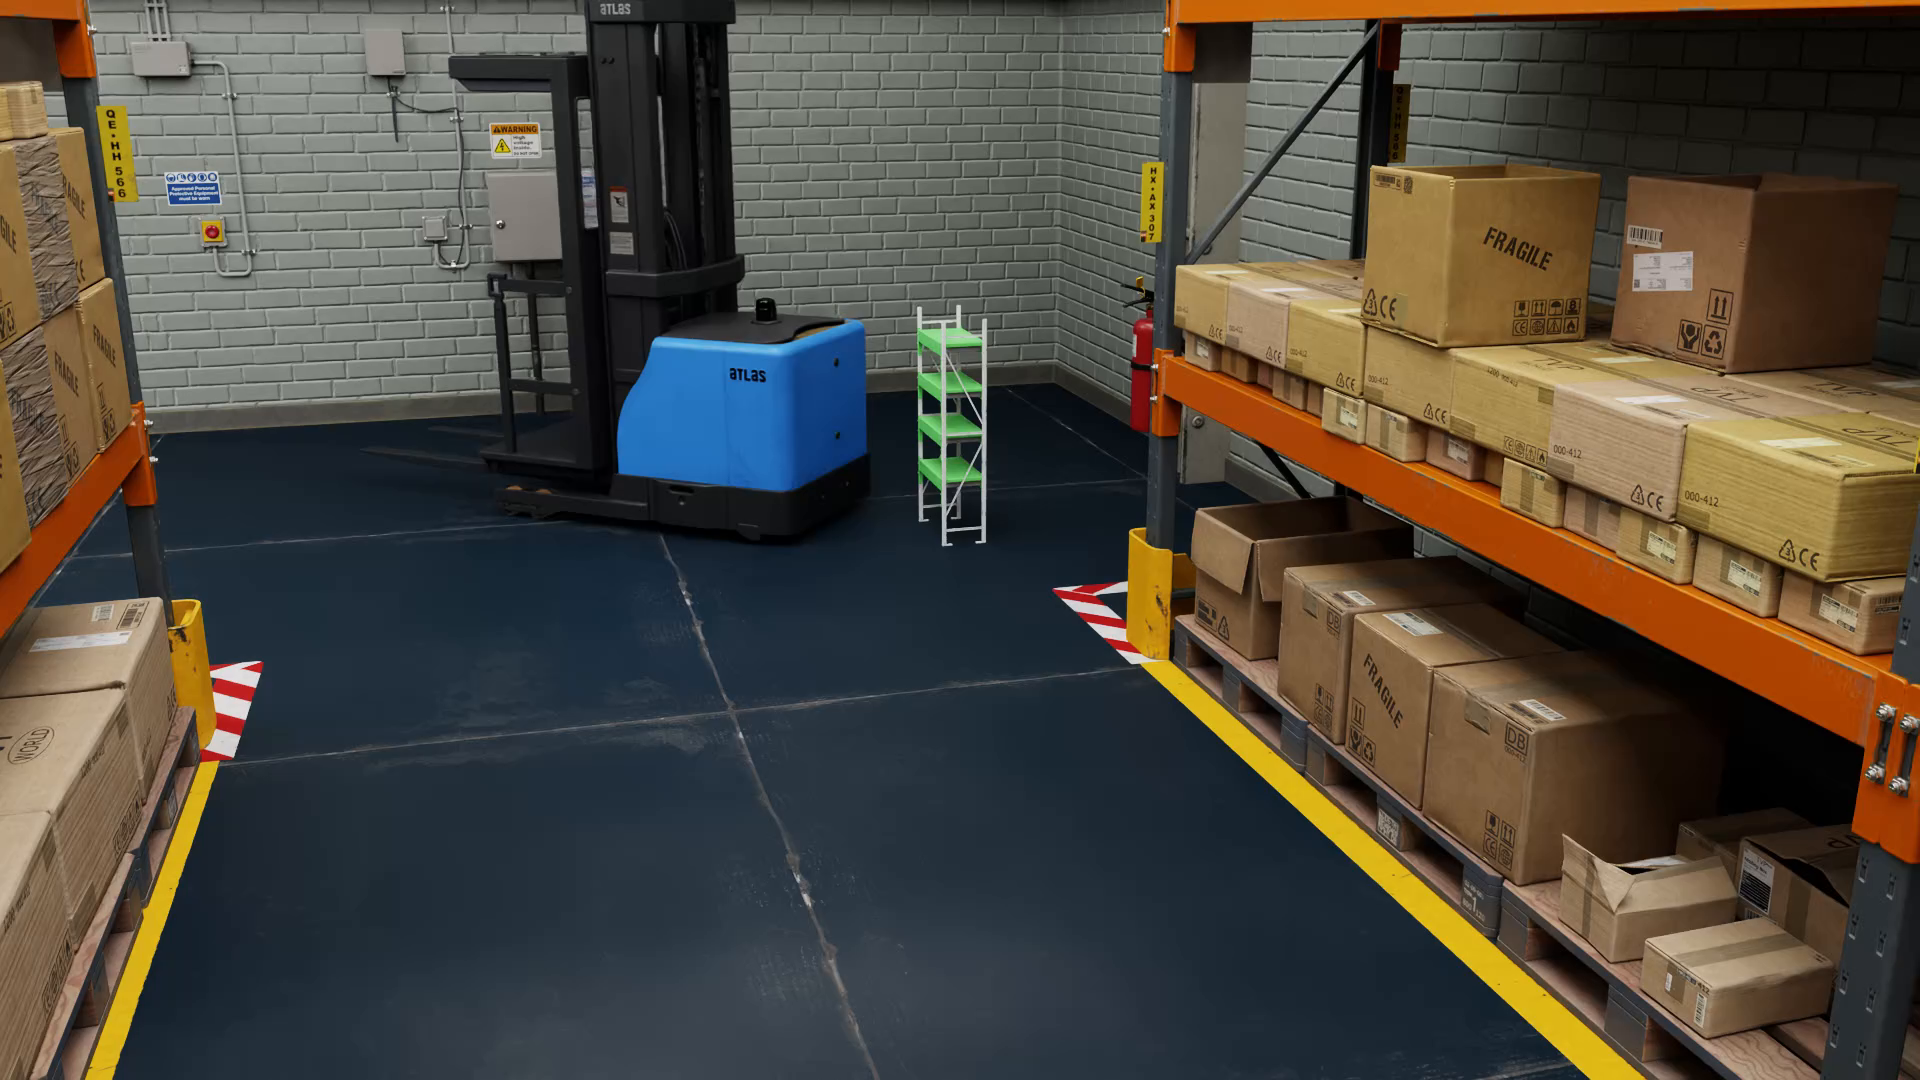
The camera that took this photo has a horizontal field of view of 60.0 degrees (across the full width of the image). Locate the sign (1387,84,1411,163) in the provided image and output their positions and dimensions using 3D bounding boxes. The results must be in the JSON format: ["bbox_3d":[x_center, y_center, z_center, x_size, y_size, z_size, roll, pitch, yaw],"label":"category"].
[{"bbox_3d":[1.859,-1.769,7.066,0.100,0.325,0.005,-5,17,-15],"label":"sign"}]

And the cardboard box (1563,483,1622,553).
[{"bbox_3d":[1.855,-0.082,4.446,0.380,0.149,0.250,-4,17,-14],"label":"cardboard box"}]

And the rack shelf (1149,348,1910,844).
[{"bbox_3d":[1.869,-0.127,5.412,1.077,0.370,4.000,-5,17,-15],"label":"rack shelf"}]

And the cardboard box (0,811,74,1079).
[{"bbox_3d":[-2.669,1.071,3.896,0.875,0.438,0.875,-5,17,-17],"label":"cardboard box"}]

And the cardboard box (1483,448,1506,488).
[{"bbox_3d":[1.795,-0.230,4.941,0.380,0.149,0.250,-4,17,-14],"label":"cardboard box"}]

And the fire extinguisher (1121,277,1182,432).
[{"bbox_3d":[0.835,-0.814,7.229,0.296,0.674,0.183,-5,17,-15],"label":"fire extinguisher"}]

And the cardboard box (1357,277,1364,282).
[{"bbox_3d":[1.842,-0.847,6.300,0.500,0.250,0.500,-5,17,-15],"label":"cardboard box"}]

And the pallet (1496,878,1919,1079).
[{"bbox_3d":[2.231,1.227,4.501,1.003,0.211,1.213,-5,17,-15],"label":"pallet"}]

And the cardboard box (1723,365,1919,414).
[{"bbox_3d":[2.398,-0.286,4.433,0.500,0.250,0.500,-5,17,-16],"label":"cardboard box"}]

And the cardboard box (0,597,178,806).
[{"bbox_3d":[-3.174,0.569,5.567,0.875,0.438,0.875,-5,18,-17],"label":"cardboard box"}]

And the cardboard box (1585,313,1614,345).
[{"bbox_3d":[2.117,-0.565,5.362,0.500,0.250,0.500,-5,17,-15],"label":"cardboard box"}]

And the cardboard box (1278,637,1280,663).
[{"bbox_3d":[1.476,0.436,6.511,0.380,0.149,0.250,-5,18,-17],"label":"cardboard box"}]

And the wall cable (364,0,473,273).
[{"bbox_3d":[-3.664,-2.791,11.265,0.588,1.984,0.122,-5,17,-15],"label":"wall cable"}]

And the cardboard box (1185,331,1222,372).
[{"bbox_3d":[1.146,-0.792,6.812,0.380,0.149,0.250,-5,17,-16],"label":"cardboard box"}]

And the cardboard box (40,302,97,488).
[{"bbox_3d":[-2.941,-0.427,4.986,0.500,0.500,0.500,-5,17,-16],"label":"cardboard box"}]

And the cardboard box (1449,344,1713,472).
[{"bbox_3d":[1.768,-0.387,4.771,0.500,0.250,0.500,-5,17,-16],"label":"cardboard box"}]

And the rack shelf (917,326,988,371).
[{"bbox_3d":[-0.046,-1.019,8.812,0.258,0.148,0.480,-5,17,-15],"label":"rack shelf"}]

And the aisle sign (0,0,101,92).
[{"bbox_3d":[-3.174,-1.921,5.615,0.394,0.787,0.004,-5,17,-15],"label":"aisle sign"}]

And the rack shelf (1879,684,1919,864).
[{"bbox_3d":[2.968,0.979,1.729,1.077,0.370,4.000,-5,17,-15],"label":"rack shelf"}]

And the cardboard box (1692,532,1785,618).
[{"bbox_3d":[1.996,0.063,3.965,0.380,0.149,0.250,-4,17,-14],"label":"cardboard box"}]

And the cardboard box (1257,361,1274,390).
[{"bbox_3d":[1.366,-0.656,6.357,0.380,0.149,0.250,-5,17,-16],"label":"cardboard box"}]

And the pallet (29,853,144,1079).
[{"bbox_3d":[-2.825,1.256,4.405,1.003,0.211,1.213,-5,17,-15],"label":"pallet"}]

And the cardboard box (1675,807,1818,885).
[{"bbox_3d":[2.345,0.924,4.887,0.380,0.149,0.250,-5,17,-16],"label":"cardboard box"}]

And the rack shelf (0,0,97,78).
[{"bbox_3d":[-2.902,-1.170,3.671,1.077,0.370,4.000,-5,17,-15],"label":"rack shelf"}]

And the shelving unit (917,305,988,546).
[{"bbox_3d":[-0.046,-0.620,8.932,0.258,1.200,0.503,-5,17,-15],"label":"shelving unit"}]

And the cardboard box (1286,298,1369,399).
[{"bbox_3d":[1.466,-0.670,5.711,0.500,0.250,0.500,-5,17,-16],"label":"cardboard box"}]

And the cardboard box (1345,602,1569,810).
[{"bbox_3d":[1.643,0.541,5.551,0.500,0.500,0.500,-4,17,-14],"label":"cardboard box"}]

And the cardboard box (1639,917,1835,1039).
[{"bbox_3d":[1.983,1.115,4.253,0.380,0.149,0.250,-5,18,-17],"label":"cardboard box"}]

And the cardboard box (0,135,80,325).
[{"bbox_3d":[-2.919,-0.902,4.828,0.500,0.500,0.500,-5,17,-15],"label":"cardboard box"}]

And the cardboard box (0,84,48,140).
[{"bbox_3d":[-2.916,-1.253,4.868,0.380,0.149,0.250,-5,17,-16],"label":"cardboard box"}]

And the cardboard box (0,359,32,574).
[{"bbox_3d":[-2.636,-0.144,4.042,0.500,0.500,0.500,-4,17,-14],"label":"cardboard box"}]

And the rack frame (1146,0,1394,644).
[{"bbox_3d":[1.320,-1.025,7.151,1.000,3.000,0.127,-5,17,-15],"label":"rack frame"}]

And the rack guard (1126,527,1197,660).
[{"bbox_3d":[1.340,0.193,7.440,1.175,0.500,0.348,-5,17,-15],"label":"rack guard"}]

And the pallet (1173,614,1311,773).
[{"bbox_3d":[1.560,0.552,6.748,1.003,0.211,1.213,-5,17,-15],"label":"pallet"}]

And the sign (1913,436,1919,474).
[{"bbox_3d":[1.899,-0.288,3.193,0.100,0.325,0.005,-5,17,-15],"label":"sign"}]

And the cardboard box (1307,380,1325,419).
[{"bbox_3d":[1.455,-0.508,5.865,0.380,0.149,0.250,-4,17,-14],"label":"cardboard box"}]

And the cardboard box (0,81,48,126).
[{"bbox_3d":[-3.161,-1.386,5.311,0.380,0.149,0.250,-4,17,-15],"label":"cardboard box"}]

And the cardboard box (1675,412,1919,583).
[{"bbox_3d":[2.044,-0.111,3.851,0.500,0.250,0.500,-4,17,-14],"label":"cardboard box"}]

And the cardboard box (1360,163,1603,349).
[{"bbox_3d":[1.598,-0.893,5.152,0.500,0.500,0.500,-4,17,-14],"label":"cardboard box"}]

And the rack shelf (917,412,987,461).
[{"bbox_3d":[-0.046,-0.559,8.950,0.258,0.148,0.480,-5,17,-15],"label":"rack shelf"}]

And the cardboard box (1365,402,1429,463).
[{"bbox_3d":[1.544,-0.361,5.375,0.380,0.149,0.250,-4,17,-14],"label":"cardboard box"}]

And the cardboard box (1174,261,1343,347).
[{"bbox_3d":[1.185,-0.949,6.641,0.500,0.250,0.500,-5,17,-15],"label":"cardboard box"}]

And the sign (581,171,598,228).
[{"bbox_3d":[-2.546,-2.366,11.780,0.329,0.494,0.001,-5,17,-15],"label":"sign"}]

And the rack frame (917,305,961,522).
[{"bbox_3d":[-0.113,-0.688,9.157,0.240,1.200,0.015,-5,17,-15],"label":"rack frame"}]

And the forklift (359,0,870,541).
[{"bbox_3d":[-2.085,-1.653,9.360,3.031,2.935,1.130,7,18,22],"label":"forklift"}]
